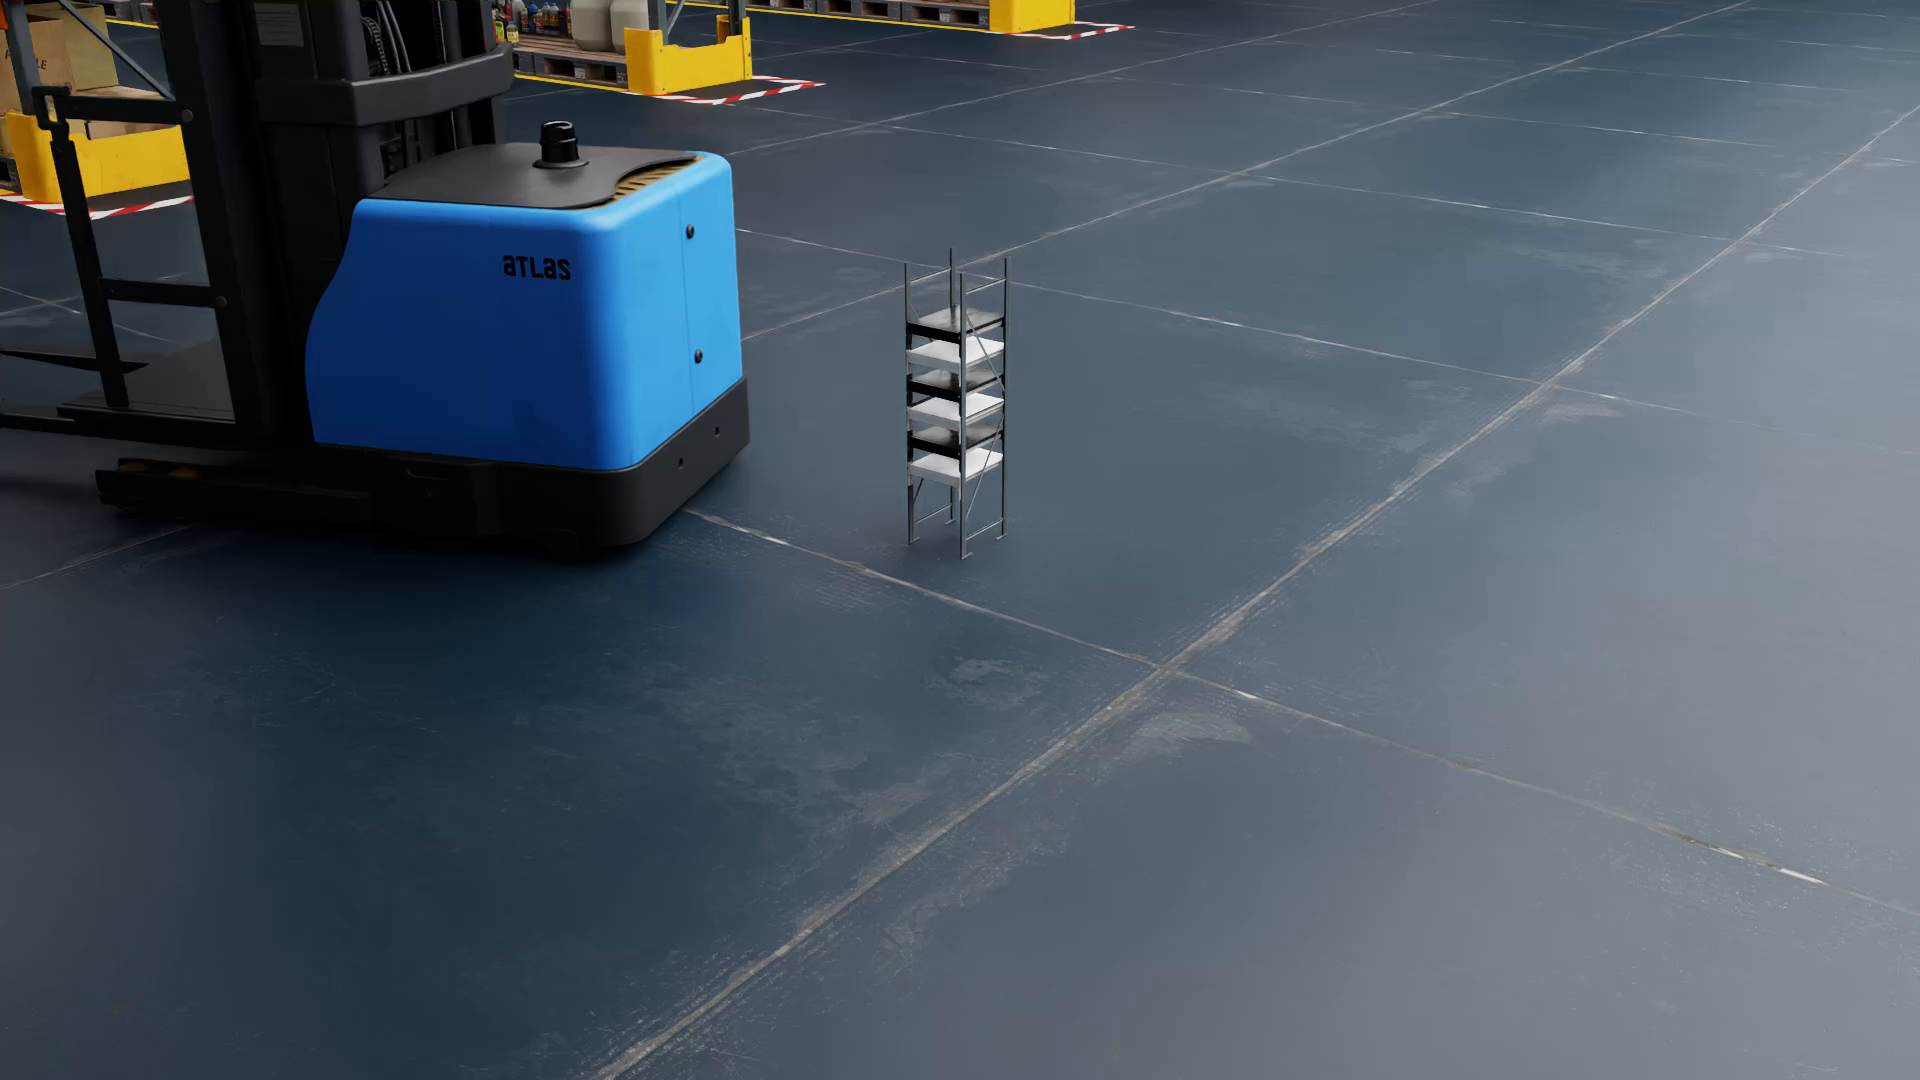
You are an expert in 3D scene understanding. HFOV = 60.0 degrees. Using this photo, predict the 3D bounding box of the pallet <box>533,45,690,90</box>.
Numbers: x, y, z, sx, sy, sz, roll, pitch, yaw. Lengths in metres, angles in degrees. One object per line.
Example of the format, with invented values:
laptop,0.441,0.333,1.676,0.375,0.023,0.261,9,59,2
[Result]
pallet,-2.880,-4.087,14.264,1.213,0.211,1.003,17,29,33

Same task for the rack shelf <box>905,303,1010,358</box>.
rack shelf,-0.006,-0.630,4.978,0.200,0.077,0.258,17,29,33

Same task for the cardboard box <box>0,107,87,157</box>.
cardboard box,-5.724,-2.533,10.167,0.500,0.250,0.500,17,29,33

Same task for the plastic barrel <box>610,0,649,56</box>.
plastic barrel,-2.717,-4.350,13.967,0.421,0.512,0.421,0,24,0

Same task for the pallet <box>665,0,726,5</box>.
pallet,-2.998,-6.639,20.055,1.213,0.211,1.003,17,29,33

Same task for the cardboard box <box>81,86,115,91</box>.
cardboard box,-5.816,-2.819,10.818,0.500,0.250,0.500,17,29,33

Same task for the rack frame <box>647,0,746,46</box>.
rack frame,-2.144,-5.162,13.245,0.127,3.000,1.000,17,29,33

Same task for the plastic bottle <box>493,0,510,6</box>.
plastic bottle,-4.245,-4.931,15.460,0.185,0.351,0.144,17,29,33

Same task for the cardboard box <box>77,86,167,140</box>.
cardboard box,-5.414,-2.700,10.546,0.500,0.250,0.500,17,29,33

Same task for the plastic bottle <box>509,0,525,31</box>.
plastic bottle,-4.117,-4.856,15.383,0.135,0.276,0.152,17,29,34

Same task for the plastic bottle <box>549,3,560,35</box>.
plastic bottle,-3.682,-4.736,15.117,0.097,0.271,0.097,0,24,0

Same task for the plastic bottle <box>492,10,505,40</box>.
plastic bottle,-4.062,-4.489,14.550,0.135,0.276,0.152,17,29,34

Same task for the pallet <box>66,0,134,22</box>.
pallet,-9.202,-5.997,18.600,1.213,0.211,1.003,17,29,33

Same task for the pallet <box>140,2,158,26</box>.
pallet,-7.949,-5.620,17.744,1.213,0.211,1.003,17,29,33

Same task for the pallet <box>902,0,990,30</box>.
pallet,0.137,-5.710,17.947,1.213,0.211,1.003,17,29,33

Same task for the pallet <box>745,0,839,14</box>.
pallet,-1.816,-6.300,19.286,1.213,0.211,1.003,17,29,33

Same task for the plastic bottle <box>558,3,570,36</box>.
plastic bottle,-3.578,-4.720,15.064,0.133,0.283,0.061,17,29,34

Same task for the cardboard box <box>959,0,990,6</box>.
cardboard box,0.337,-5.964,17.646,0.500,0.500,0.500,-20,31,-38

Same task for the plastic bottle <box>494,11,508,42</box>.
plastic bottle,-3.981,-4.445,14.441,0.133,0.283,0.061,18,29,35

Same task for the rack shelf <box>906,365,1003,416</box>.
rack shelf,-0.006,-0.466,5.050,0.200,0.077,0.258,17,29,33

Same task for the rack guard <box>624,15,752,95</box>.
rack guard,-2.233,-4.021,13.756,0.348,0.500,1.175,17,29,33

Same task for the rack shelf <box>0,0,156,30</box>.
rack shelf,-6.718,-3.719,10.862,4.000,0.370,1.077,17,29,33

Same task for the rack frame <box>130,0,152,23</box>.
rack frame,-8.546,-7.096,17.635,0.127,3.000,1.000,17,29,33

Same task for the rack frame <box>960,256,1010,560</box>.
rack frame,0.075,-0.389,5.017,0.006,0.900,0.240,17,29,33

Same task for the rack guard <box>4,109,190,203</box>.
rack guard,-5.099,-2.415,10.110,0.348,0.500,1.175,17,29,33

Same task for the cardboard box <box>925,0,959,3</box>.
cardboard box,-0.162,-6.098,17.949,0.500,0.500,0.500,-17,29,-34

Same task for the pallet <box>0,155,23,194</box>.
pallet,-5.755,-2.460,10.571,1.213,0.211,1.003,17,29,33

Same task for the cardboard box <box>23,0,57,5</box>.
cardboard box,-6.223,-3.280,10.933,0.500,0.500,0.500,17,29,33

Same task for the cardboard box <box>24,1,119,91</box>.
cardboard box,-5.815,-3.163,10.668,0.500,0.500,0.500,17,29,33

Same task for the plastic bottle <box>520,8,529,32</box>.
plastic bottle,-4.006,-4.802,15.354,0.097,0.201,0.097,0,24,0

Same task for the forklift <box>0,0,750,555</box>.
forklift,-2.314,-1.606,5.260,3.031,2.935,1.130,6,24,13

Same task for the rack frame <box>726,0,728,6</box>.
rack frame,-2.374,-7.727,19.067,0.127,3.000,1.000,17,29,33

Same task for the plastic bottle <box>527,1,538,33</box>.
plastic bottle,-3.924,-4.809,15.284,0.097,0.271,0.097,0,24,0

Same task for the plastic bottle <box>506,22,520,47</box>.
plastic bottle,-3.877,-4.385,14.407,0.097,0.201,0.097,0,24,0

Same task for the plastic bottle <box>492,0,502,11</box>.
plastic bottle,-4.286,-4.861,15.385,0.133,0.283,0.061,17,29,33

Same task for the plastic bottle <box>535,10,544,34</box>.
plastic bottle,-3.842,-4.752,15.241,0.097,0.201,0.097,0,24,0

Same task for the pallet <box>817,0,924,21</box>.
pallet,-0.835,-6.005,18.617,1.213,0.211,1.003,17,29,33

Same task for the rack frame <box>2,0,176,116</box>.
rack frame,-5.118,-3.564,9.620,0.127,3.000,1.000,17,29,33

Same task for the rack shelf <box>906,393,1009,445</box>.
rack shelf,-0.006,-0.383,5.086,0.200,0.077,0.258,17,29,33

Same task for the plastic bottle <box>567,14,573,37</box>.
plastic bottle,-3.491,-4.646,15.000,0.097,0.201,0.097,0,24,0

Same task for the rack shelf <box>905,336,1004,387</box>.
rack shelf,-0.006,-0.548,5.014,0.200,0.077,0.258,17,29,33

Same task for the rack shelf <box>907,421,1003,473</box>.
rack shelf,-0.006,-0.301,5.123,0.200,0.077,0.258,17,29,33

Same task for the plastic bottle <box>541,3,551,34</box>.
plastic bottle,-3.762,-4.760,15.172,0.097,0.271,0.097,0,24,0

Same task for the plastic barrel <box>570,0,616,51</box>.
plastic barrel,-3.118,-4.471,14.242,0.421,0.512,0.421,0,24,0

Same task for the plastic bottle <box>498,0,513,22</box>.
plastic bottle,-4.180,-4.825,15.304,0.133,0.283,0.061,17,29,33

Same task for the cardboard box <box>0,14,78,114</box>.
cardboard box,-5.725,-2.875,10.014,0.500,0.500,0.500,17,29,33

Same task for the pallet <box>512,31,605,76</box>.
pallet,-3.852,-4.382,14.934,1.213,0.211,1.003,17,29,33

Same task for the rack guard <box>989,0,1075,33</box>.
rack guard,0.766,-5.634,17.417,0.348,0.500,1.175,17,29,33

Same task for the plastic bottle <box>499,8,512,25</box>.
plastic bottle,-3.998,-4.527,14.627,0.133,0.283,0.061,17,29,33

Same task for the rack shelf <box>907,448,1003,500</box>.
rack shelf,-0.006,-0.219,5.159,0.200,0.077,0.258,17,29,33

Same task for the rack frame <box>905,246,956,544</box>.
rack frame,-0.088,-0.438,5.129,0.006,0.900,0.240,17,29,33

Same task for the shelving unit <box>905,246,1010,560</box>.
shelving unit,-0.006,-0.414,5.073,0.210,0.900,0.258,17,29,33
